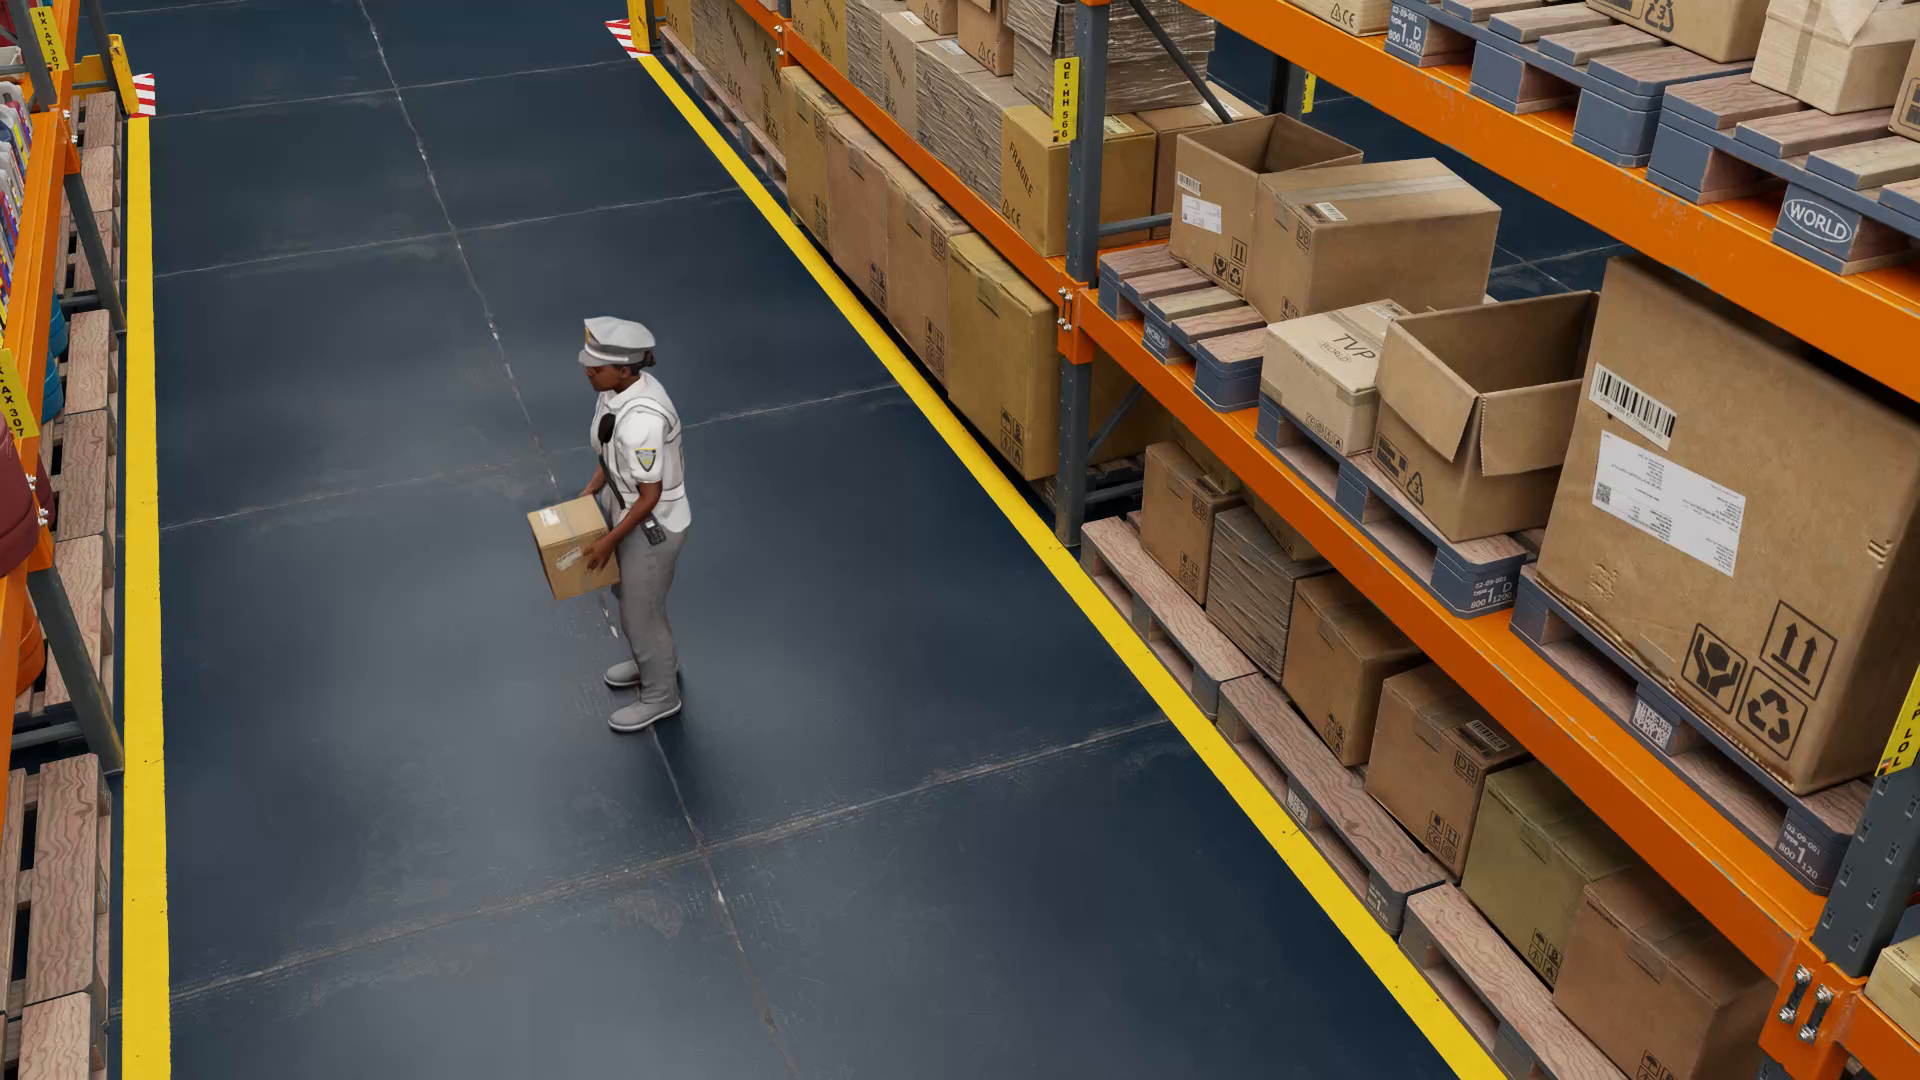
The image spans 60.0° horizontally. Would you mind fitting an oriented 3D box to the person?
[{"bbox_3d":[-1.227,-0.059,6.207,0.428,1.684,0.479,-14,36,-19],"label":"person"}]
